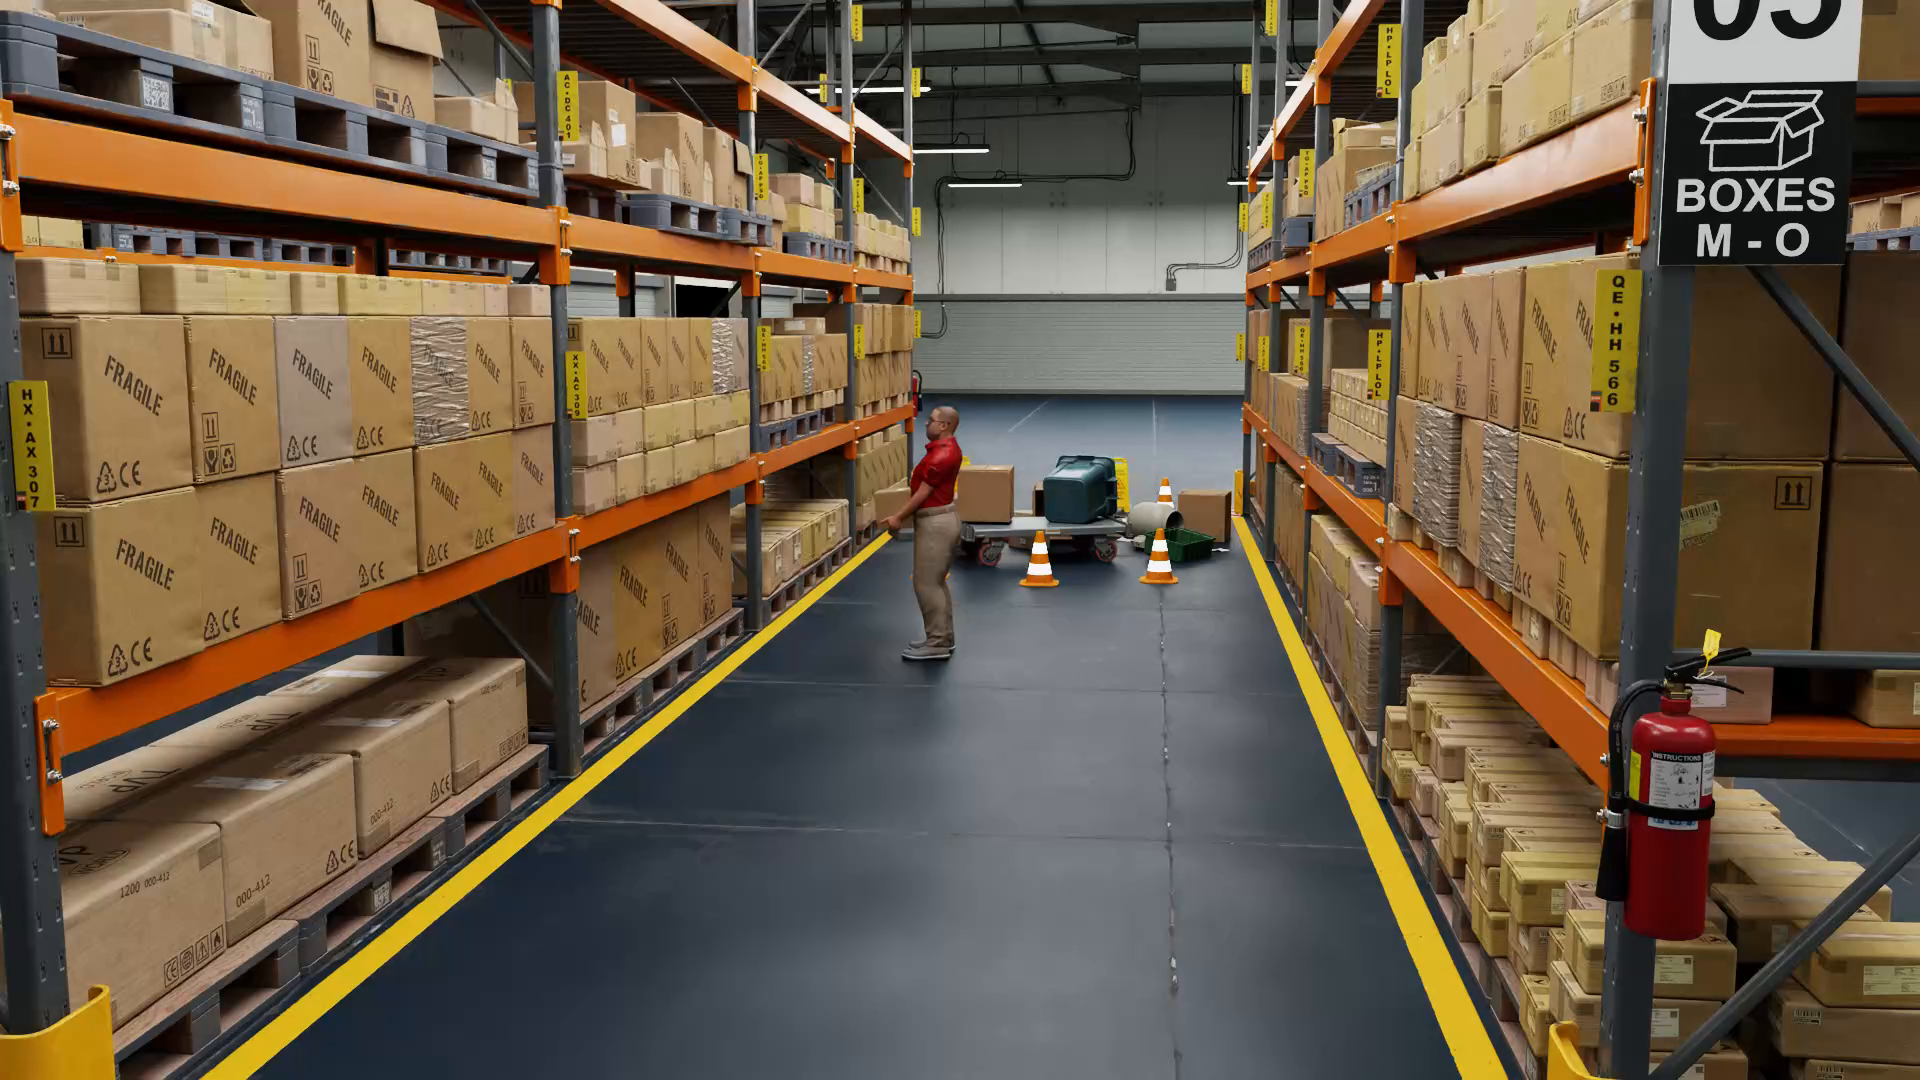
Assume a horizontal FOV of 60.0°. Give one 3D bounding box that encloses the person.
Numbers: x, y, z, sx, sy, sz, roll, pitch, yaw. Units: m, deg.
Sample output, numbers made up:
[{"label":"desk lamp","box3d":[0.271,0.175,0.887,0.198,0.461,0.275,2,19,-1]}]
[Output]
[{"label":"person","box3d":[-0.263,-0.057,11.326,0.537,1.712,0.493,1,8,6]}]
